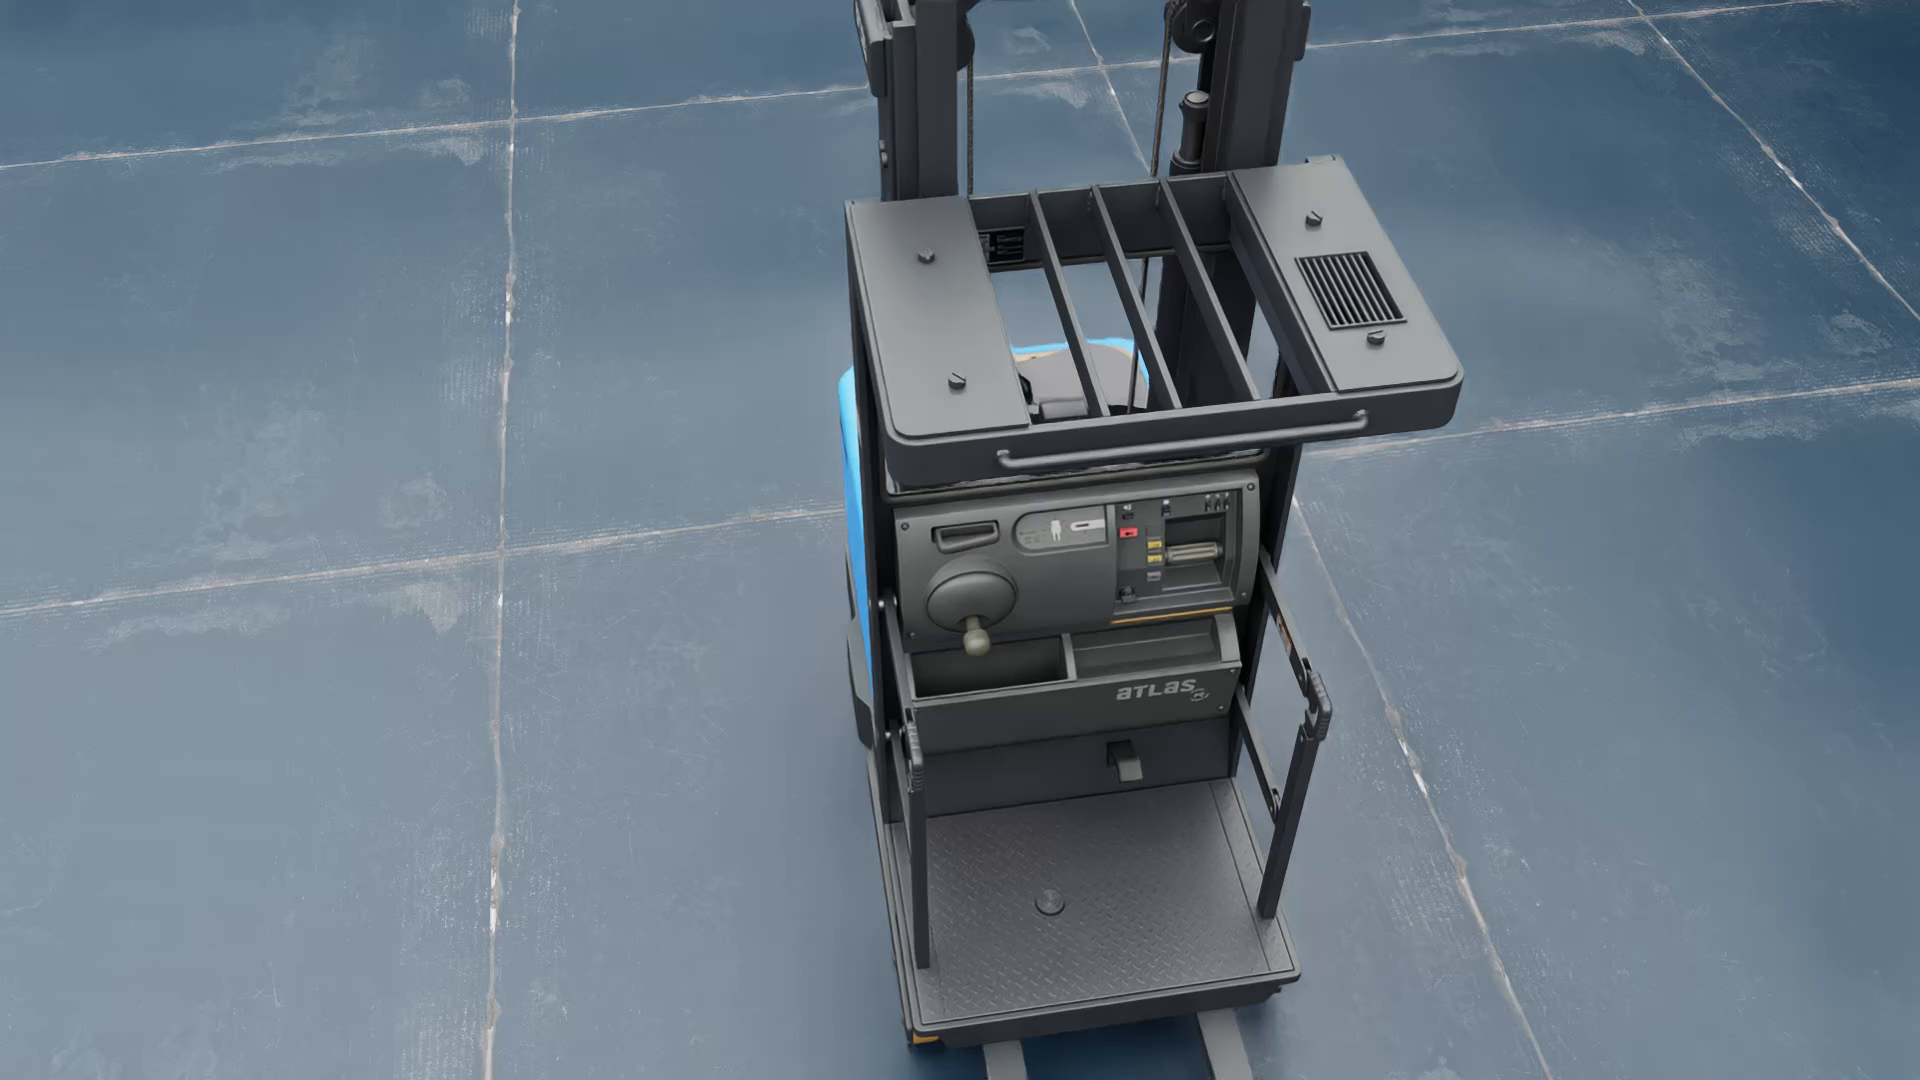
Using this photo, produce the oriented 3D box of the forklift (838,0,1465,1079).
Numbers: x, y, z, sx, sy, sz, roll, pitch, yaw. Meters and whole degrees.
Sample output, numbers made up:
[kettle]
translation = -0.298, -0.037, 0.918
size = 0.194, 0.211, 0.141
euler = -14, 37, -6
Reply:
[forklift]
translation = 0.339, 0.157, 4.064
size = 1.130, 2.935, 3.031
euler = -7, 46, -6
